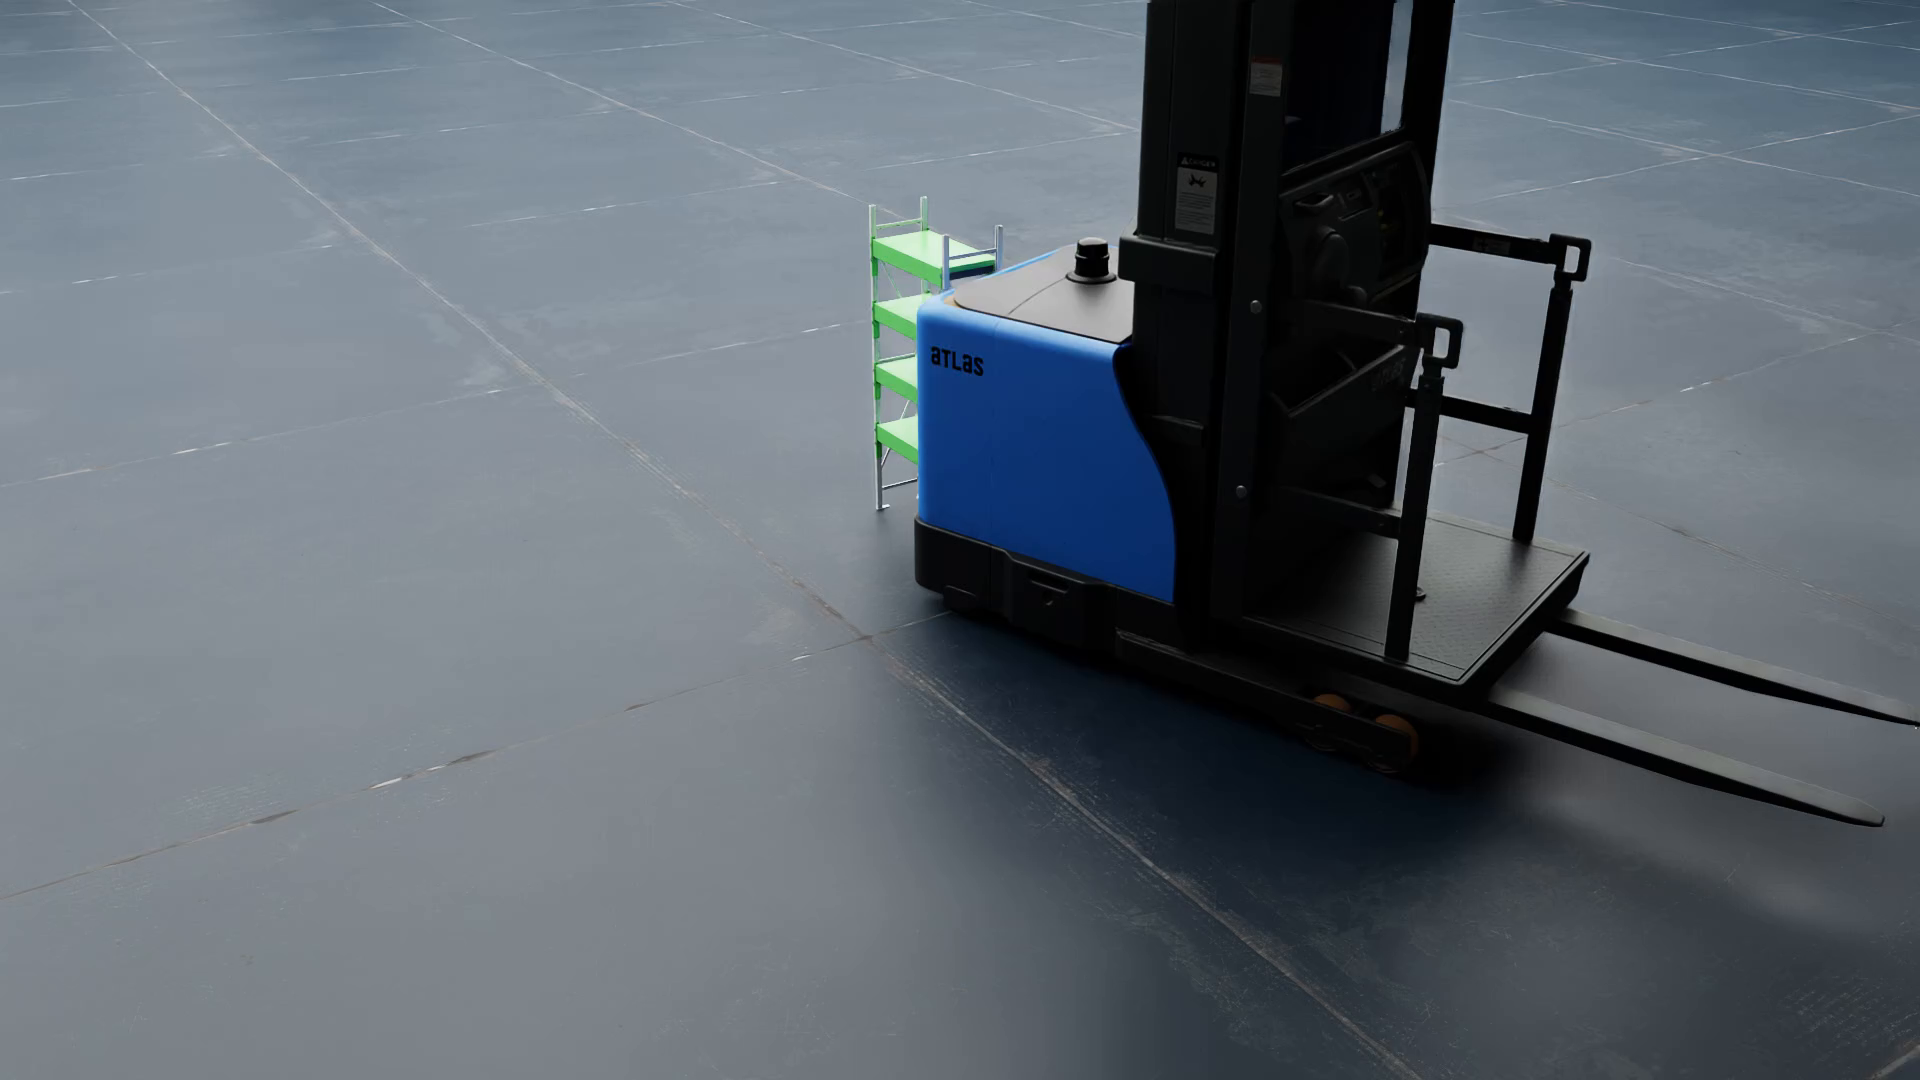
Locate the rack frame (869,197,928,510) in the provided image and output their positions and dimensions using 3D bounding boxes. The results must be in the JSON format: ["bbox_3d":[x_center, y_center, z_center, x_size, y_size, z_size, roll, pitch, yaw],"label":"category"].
[{"bbox_3d":[-0.224,-0.689,6.304,0.240,1.200,0.015,-16,29,-30],"label":"rack frame"}]

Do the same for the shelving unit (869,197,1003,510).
[{"bbox_3d":[-0.090,-0.602,6.119,0.258,1.200,0.503,-16,29,-30],"label":"shelving unit"}]

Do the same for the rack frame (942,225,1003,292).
[{"bbox_3d":[0.043,-0.515,5.934,0.240,1.200,0.015,-16,29,-30],"label":"rack frame"}]

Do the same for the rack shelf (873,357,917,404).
[{"bbox_3d":[-0.090,-0.544,6.147,0.258,0.148,0.480,-16,29,-30],"label":"rack shelf"}]

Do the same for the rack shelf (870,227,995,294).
[{"bbox_3d":[-0.090,-0.978,5.942,0.258,0.148,0.480,-16,29,-30],"label":"rack shelf"}]

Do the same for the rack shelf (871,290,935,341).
[{"bbox_3d":[-0.090,-0.761,6.044,0.258,0.148,0.480,-16,29,-30],"label":"rack shelf"}]

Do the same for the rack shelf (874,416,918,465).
[{"bbox_3d":[-0.090,-0.327,6.249,0.258,0.148,0.480,-16,29,-30],"label":"rack shelf"}]

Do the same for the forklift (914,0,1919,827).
[{"bbox_3d":[1.323,-0.906,4.736,3.031,2.935,1.130,18,31,33],"label":"forklift"}]
